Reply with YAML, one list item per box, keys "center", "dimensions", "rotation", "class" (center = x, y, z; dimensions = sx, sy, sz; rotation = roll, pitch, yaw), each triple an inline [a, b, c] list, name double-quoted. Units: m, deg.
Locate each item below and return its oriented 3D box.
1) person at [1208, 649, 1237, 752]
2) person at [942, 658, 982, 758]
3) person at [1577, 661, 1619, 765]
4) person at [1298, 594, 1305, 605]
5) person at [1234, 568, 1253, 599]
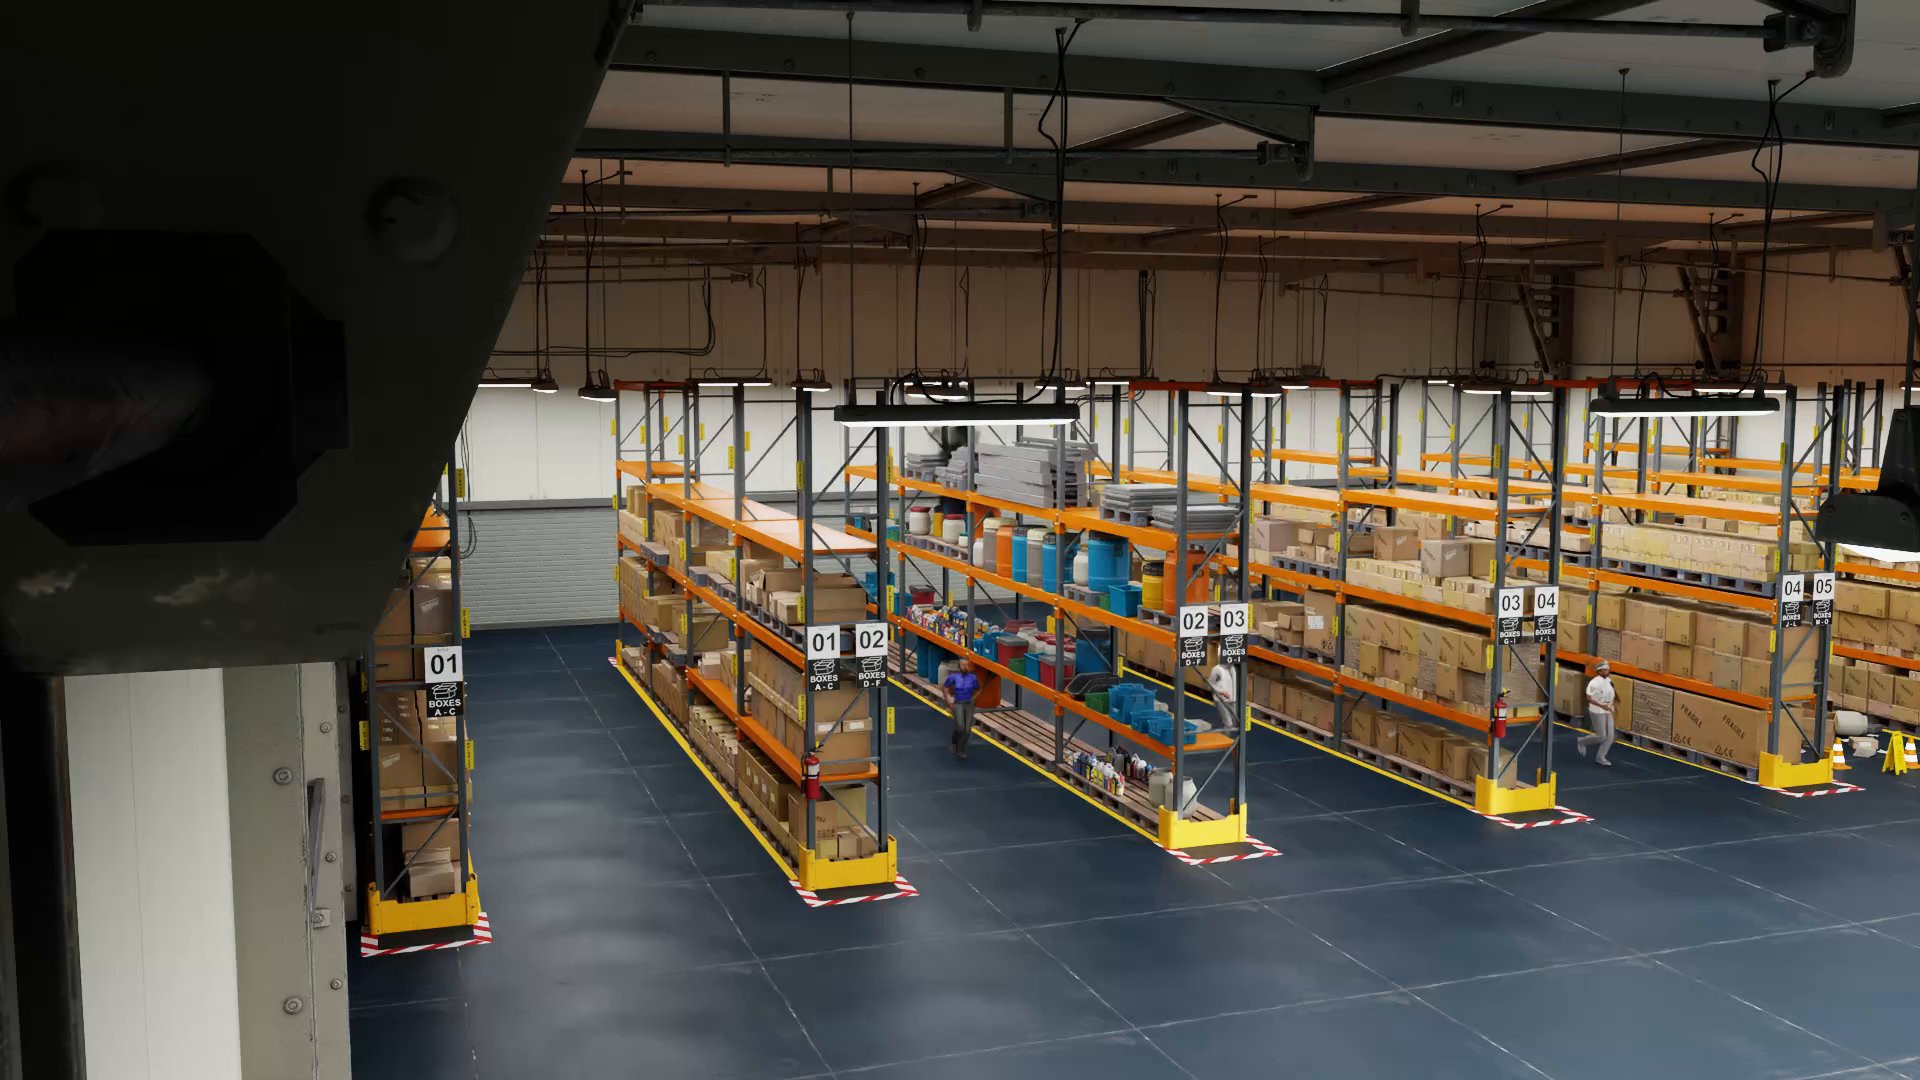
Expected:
- center: [4.354, 2.604, 27.148]
  dimensions: [0.656, 1.722, 0.603]
  rotation: [-4, 7, -31]
  class: "person"
- center: [0.062, 2.702, 26.613]
  dimensions: [0.628, 1.621, 0.536]
  rotation: [-2, 6, -15]
  class: "person"
- center: [10.153, 2.718, 26.402]
  dimensions: [0.572, 1.659, 0.617]
  rotation: [-4, 7, -32]
  class: "person"
- center: [8.482, 1.189, 40.880]
  dimensions: [0.644, 1.668, 0.488]
  rotation: [-3, 7, -29]
  class: "person"
- center: [6.318, 1.460, 37.794]
  dimensions: [0.712, 1.806, 0.946]
  rotation: [-1, 6, -9]
  class: "person"
